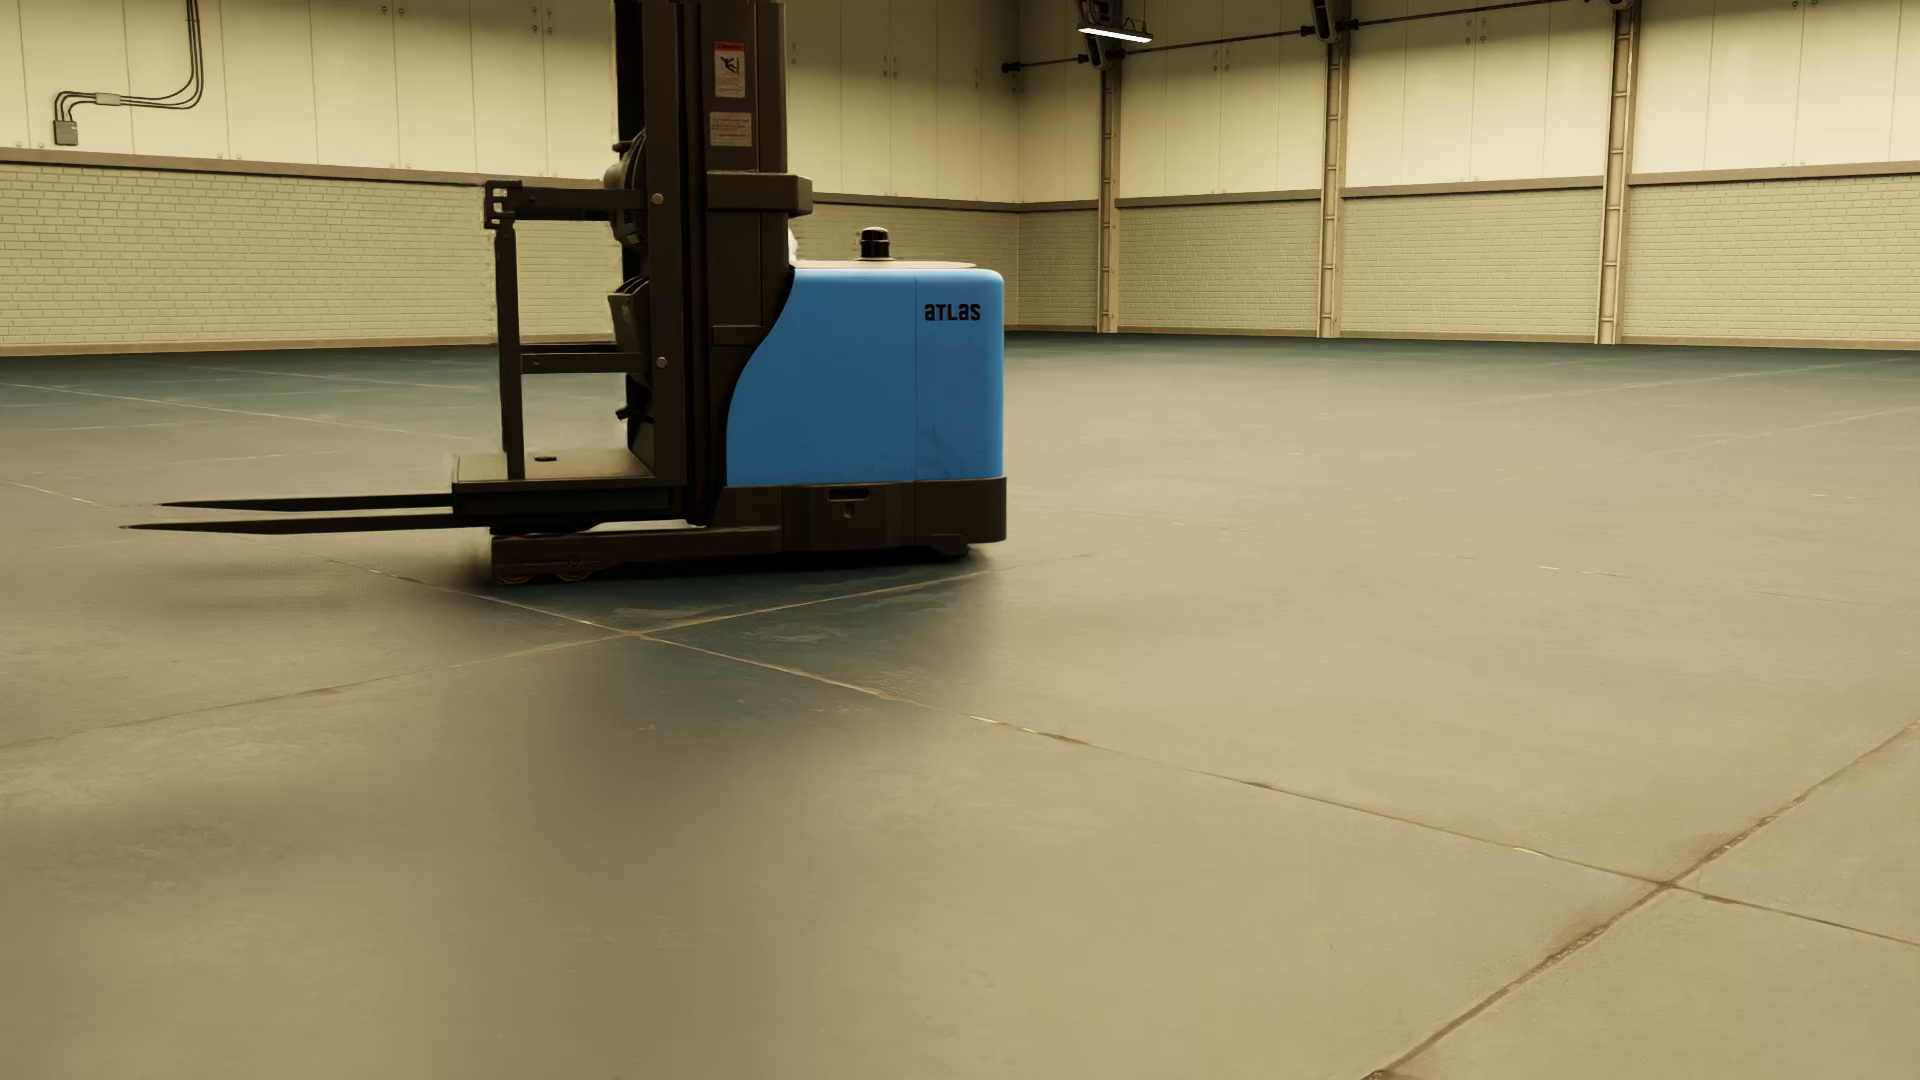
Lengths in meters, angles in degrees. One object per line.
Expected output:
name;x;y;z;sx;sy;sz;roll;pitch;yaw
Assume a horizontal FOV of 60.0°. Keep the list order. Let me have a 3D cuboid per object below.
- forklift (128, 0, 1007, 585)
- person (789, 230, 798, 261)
forklift;-1.401;-1.384;6.065;3.031;2.935;1.130;-2;9;-16
person;-1.031;-1.078;8.653;0.889;1.620;0.513;6;10;34
